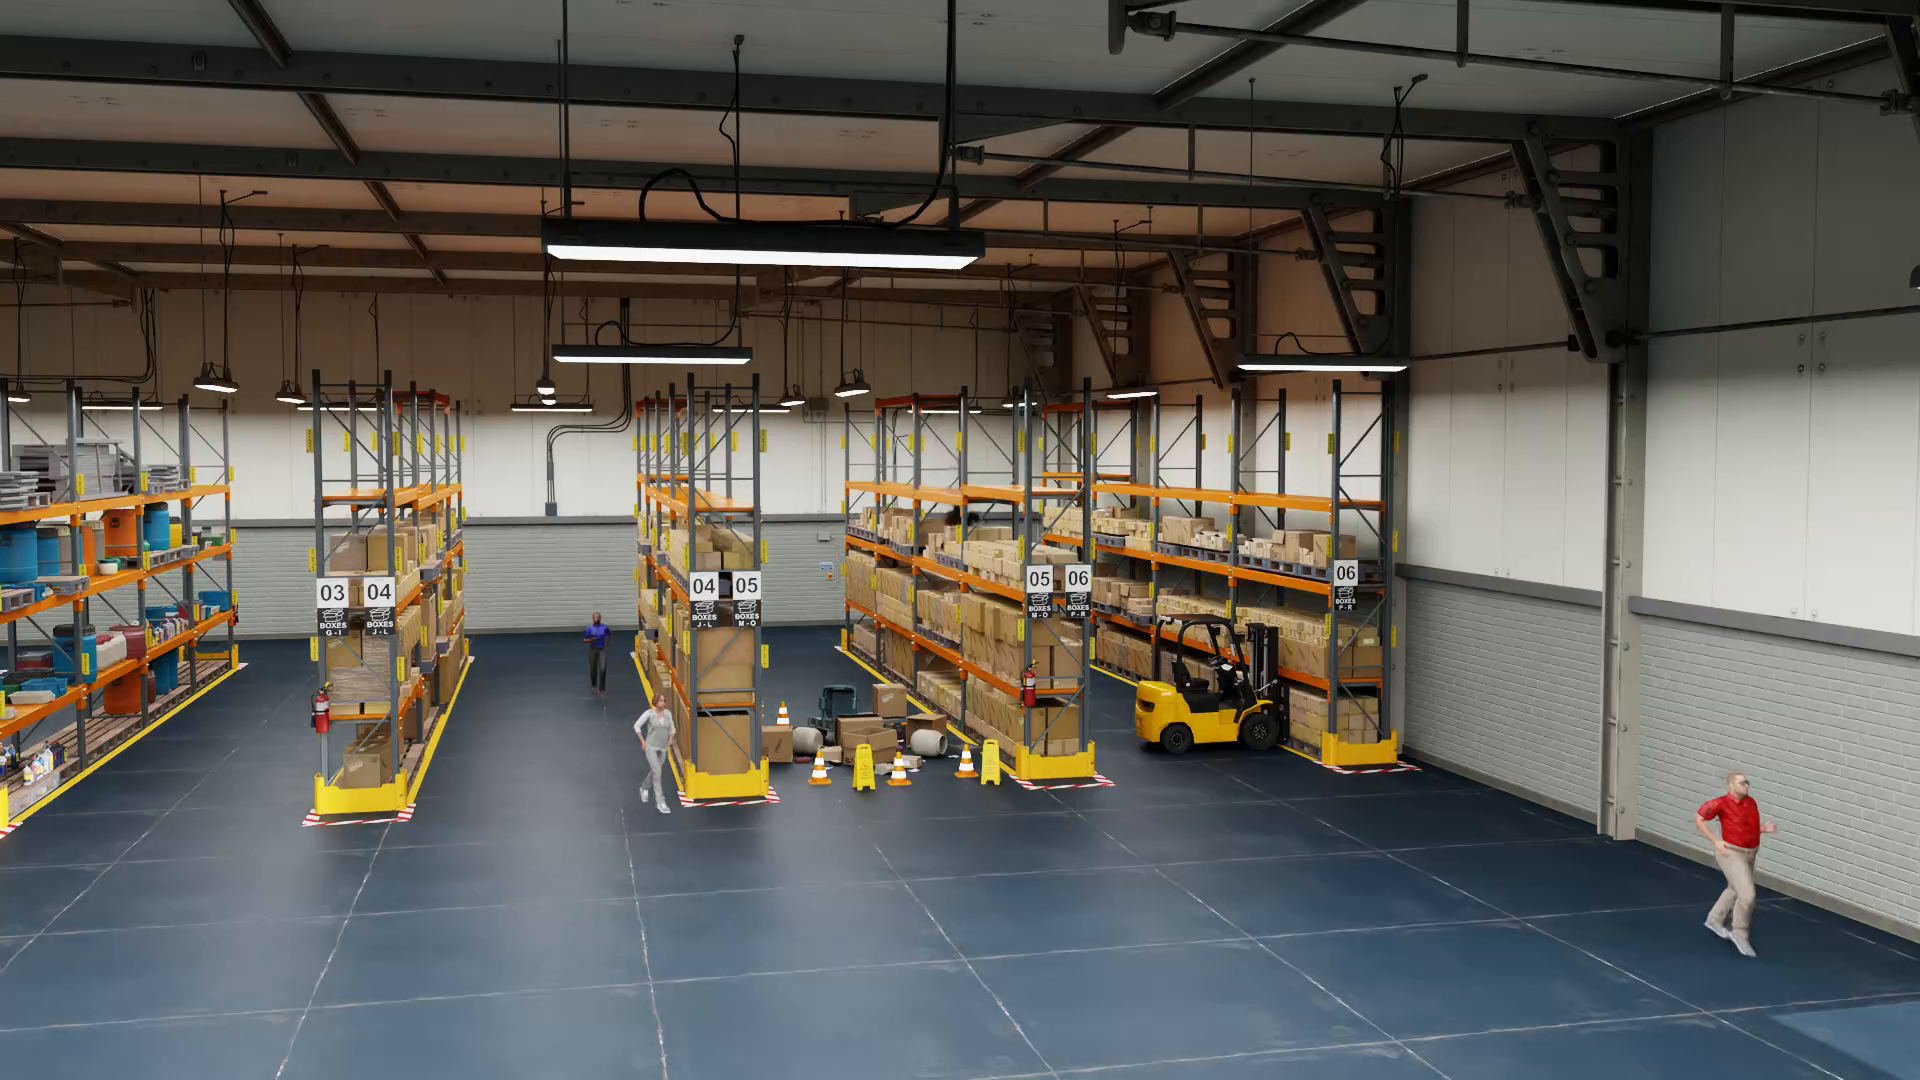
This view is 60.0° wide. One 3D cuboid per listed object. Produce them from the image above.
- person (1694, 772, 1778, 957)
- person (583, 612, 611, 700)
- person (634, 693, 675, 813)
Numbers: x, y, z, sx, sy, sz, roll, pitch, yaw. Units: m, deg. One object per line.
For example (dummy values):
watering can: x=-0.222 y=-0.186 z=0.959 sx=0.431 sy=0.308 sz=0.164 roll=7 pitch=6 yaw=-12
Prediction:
person: x=7.718 y=3.197 z=16.492 sx=0.639 sy=1.798 sz=0.731 roll=-2 pitch=4 yaw=-32
person: x=-7.159 y=2.268 z=32.843 sx=0.566 sy=1.701 sz=0.772 roll=-1 pitch=3 yaw=-15
person: x=-4.160 y=2.888 z=22.809 sx=0.536 sy=1.581 sz=0.848 roll=-3 pitch=4 yaw=-40
